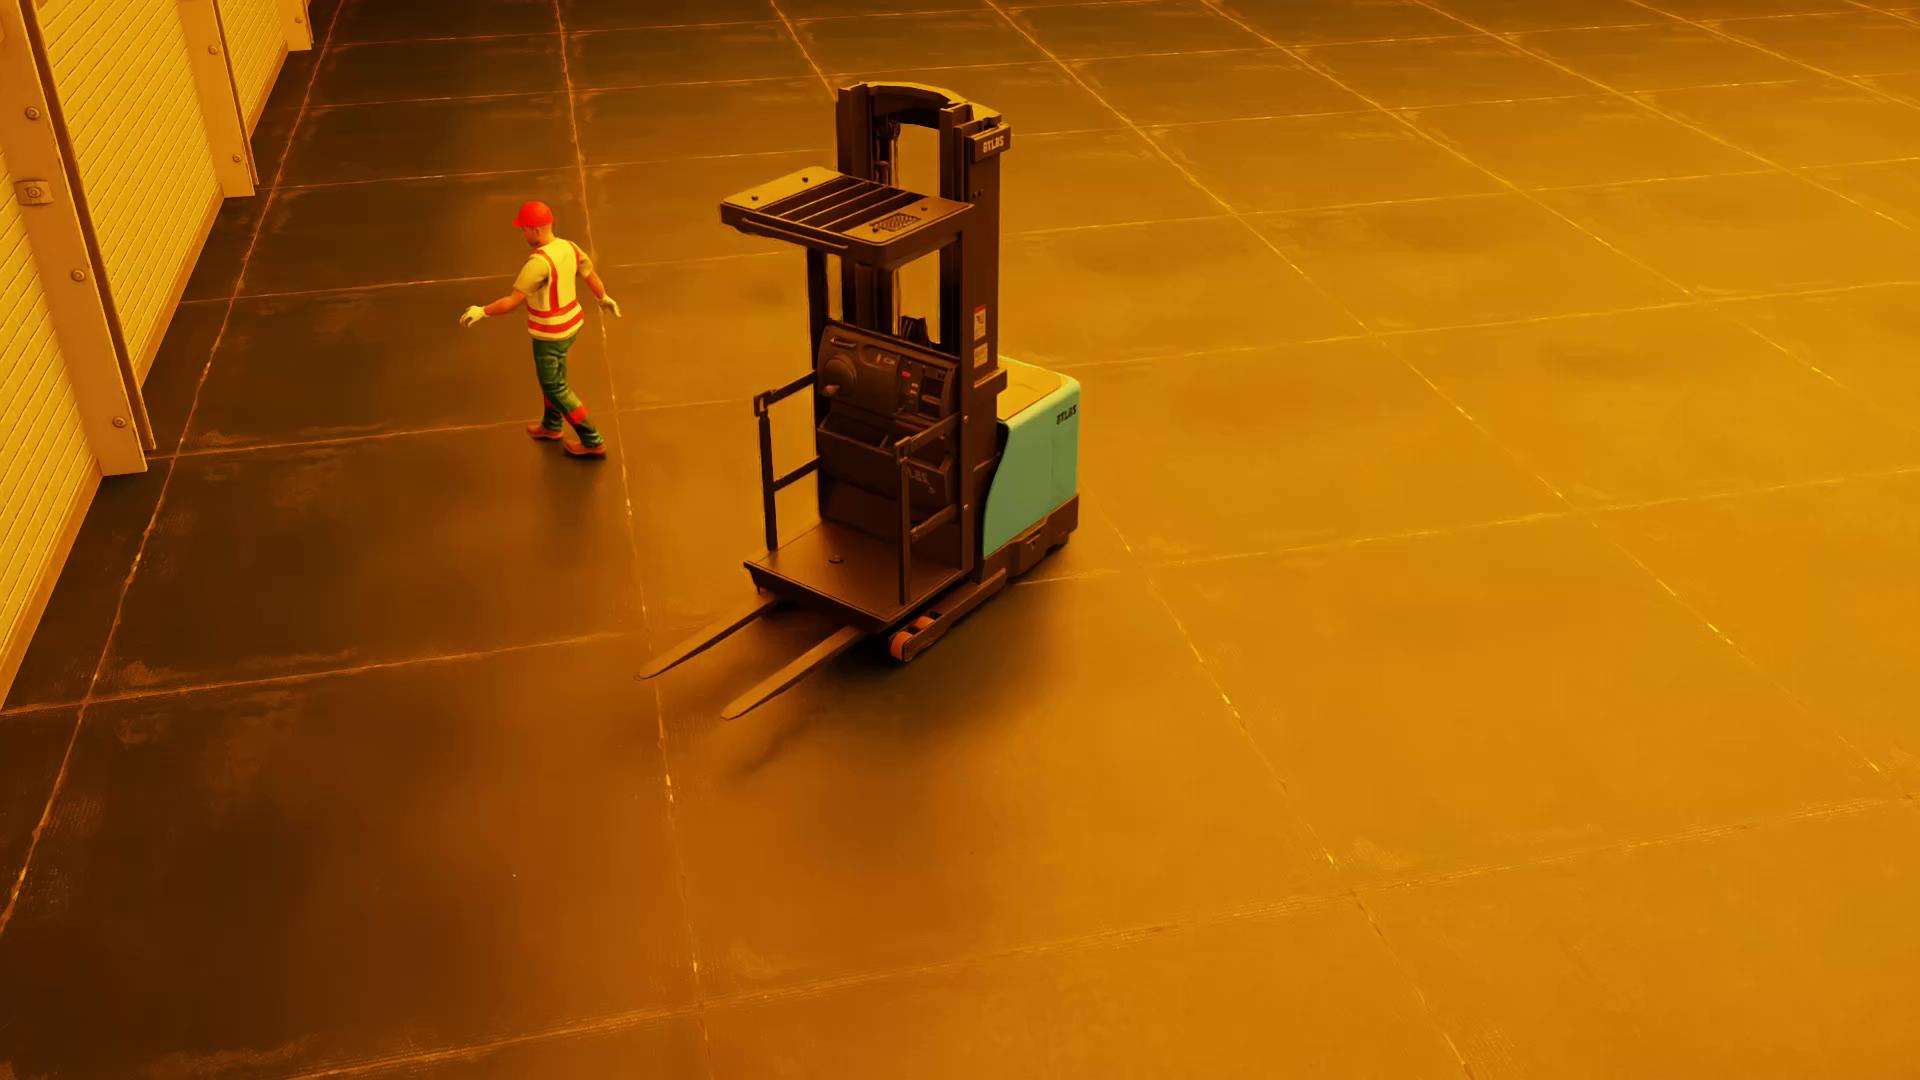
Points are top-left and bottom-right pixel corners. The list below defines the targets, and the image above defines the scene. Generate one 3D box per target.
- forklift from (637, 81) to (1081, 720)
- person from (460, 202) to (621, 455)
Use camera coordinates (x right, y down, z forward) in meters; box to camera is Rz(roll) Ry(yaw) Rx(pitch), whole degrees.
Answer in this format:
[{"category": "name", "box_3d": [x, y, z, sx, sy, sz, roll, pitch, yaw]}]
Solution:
[{"category": "forklift", "box_3d": [-0.540, -0.866, 9.070, 1.130, 2.935, 3.031, 21, 36, 31]}, {"category": "person", "box_3d": [-2.770, -1.440, 11.245, 0.762, 1.762, 0.996, 10, 31, 16]}]
